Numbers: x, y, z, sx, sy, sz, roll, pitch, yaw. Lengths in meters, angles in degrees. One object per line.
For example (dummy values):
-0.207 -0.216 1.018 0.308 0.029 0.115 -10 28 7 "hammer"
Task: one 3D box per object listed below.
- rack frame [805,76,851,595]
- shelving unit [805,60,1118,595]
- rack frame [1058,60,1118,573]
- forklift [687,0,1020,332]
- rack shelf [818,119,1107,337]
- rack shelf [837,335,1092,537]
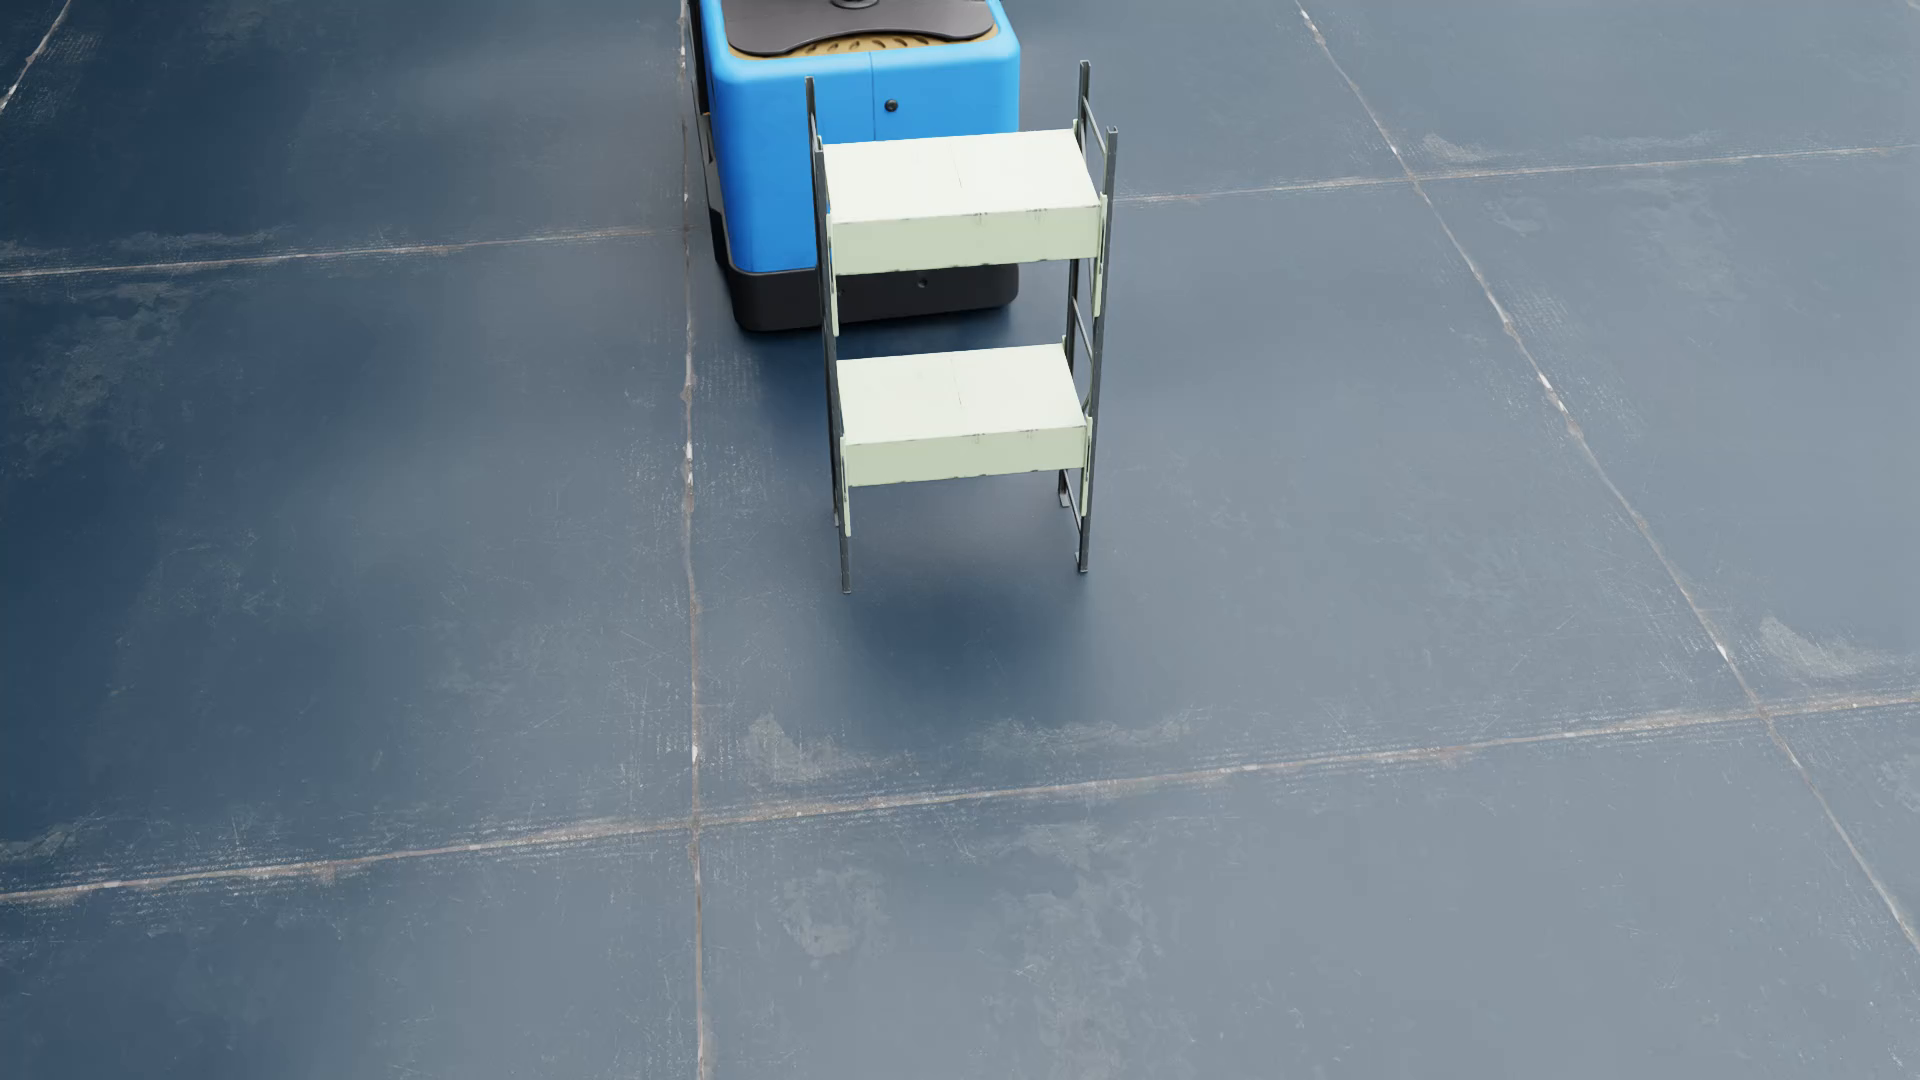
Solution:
-0.370 -0.525 4.712 0.023 1.500 0.400 -5 42 -6 "rack frame"
-0.007 -0.556 4.747 0.755 1.500 0.431 -5 42 -6 "shelving unit"
0.356 -0.588 4.782 0.023 1.500 0.400 -5 42 -6 "rack frame"
-0.561 -2.833 6.202 1.130 2.935 3.031 -7 43 -8 "forklift"
-0.007 -0.846 4.486 0.720 0.370 0.431 -5 42 -6 "rack shelf"
-0.007 -0.314 4.965 0.720 0.370 0.431 -5 42 -6 "rack shelf"
